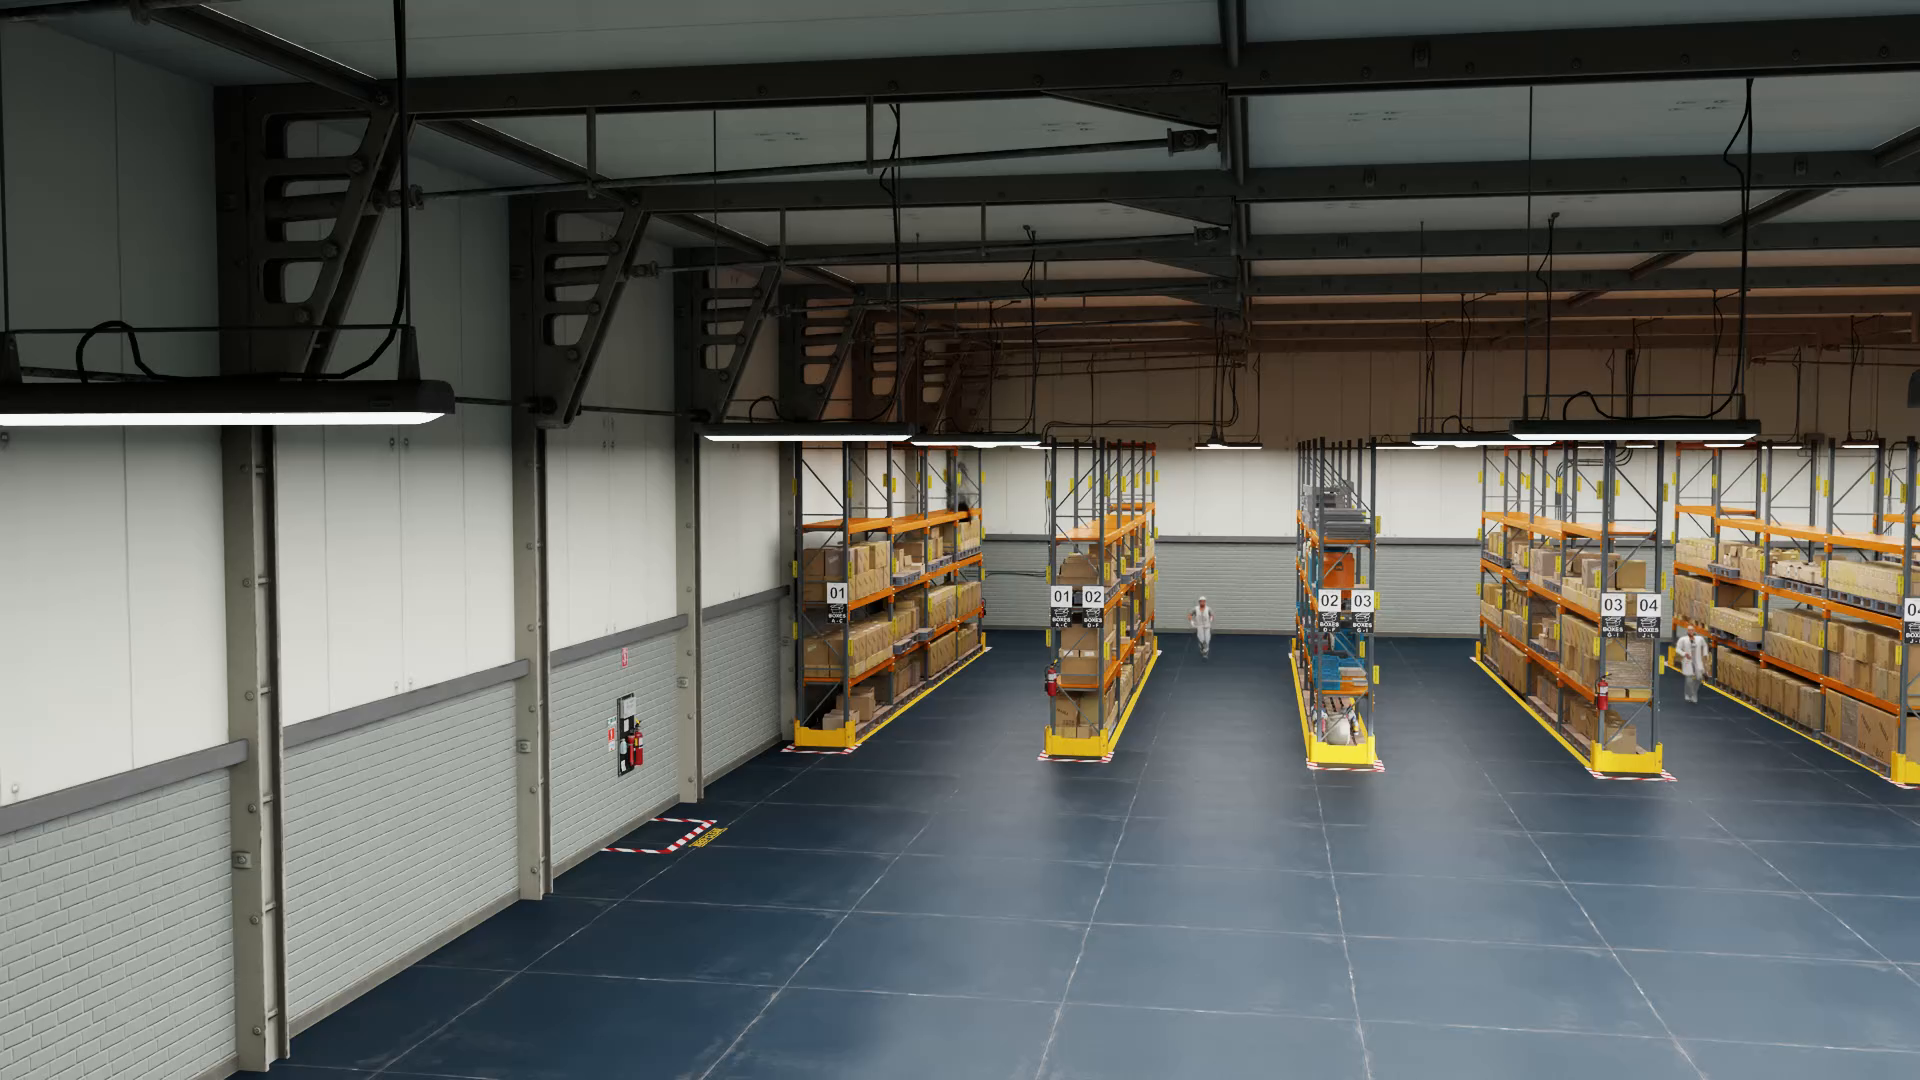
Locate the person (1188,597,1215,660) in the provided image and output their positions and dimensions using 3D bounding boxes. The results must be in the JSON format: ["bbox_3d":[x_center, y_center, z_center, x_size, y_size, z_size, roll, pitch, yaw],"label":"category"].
[{"bbox_3d":[6.653,2.425,45.677,0.700,1.741,0.714,0,3,-2],"label":"person"}]

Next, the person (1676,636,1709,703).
[{"bbox_3d":[16.750,2.946,38.048,0.719,1.566,0.700,1,3,15],"label":"person"}]
